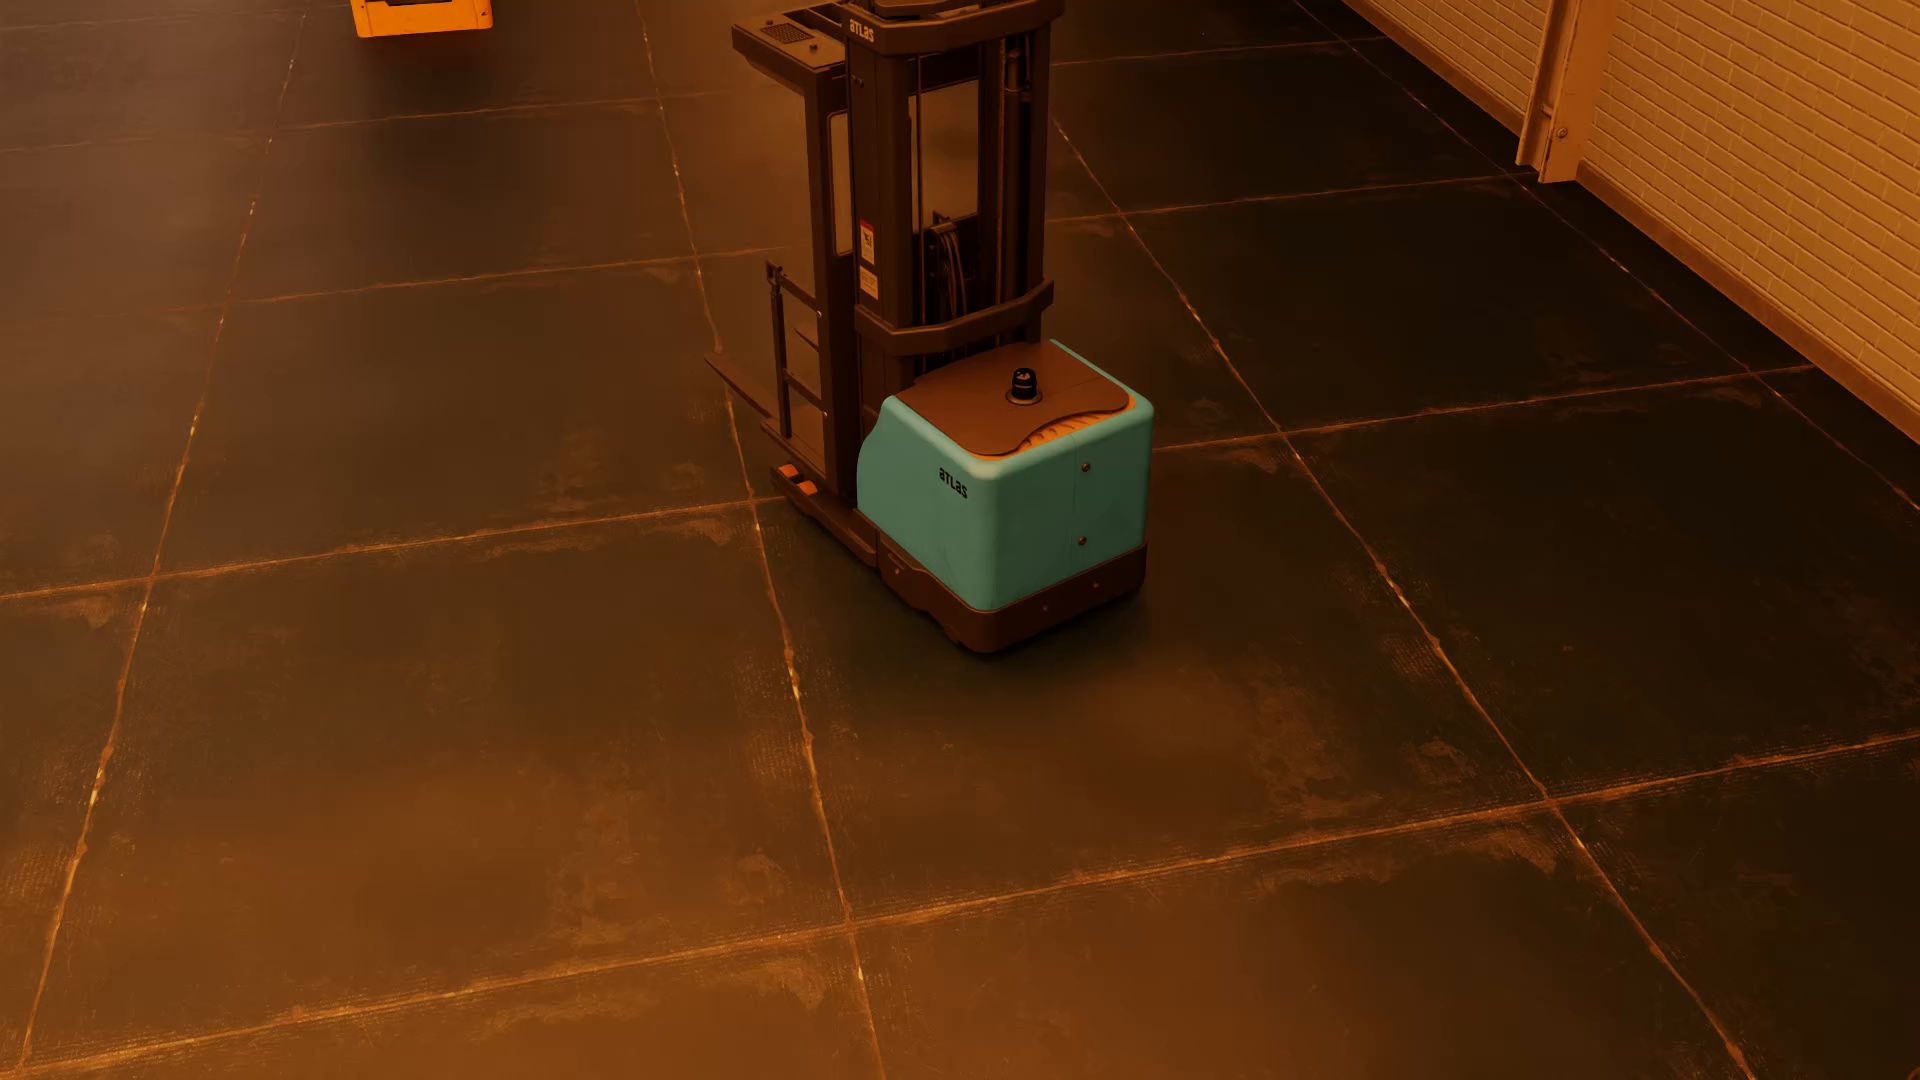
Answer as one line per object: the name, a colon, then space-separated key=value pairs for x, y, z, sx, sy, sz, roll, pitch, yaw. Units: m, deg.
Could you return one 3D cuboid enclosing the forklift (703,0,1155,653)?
forklift: x=-0.350 y=-1.480 z=8.107 sx=1.130 sy=2.935 sz=3.031 roll=-22 pitch=41 yaw=-28
